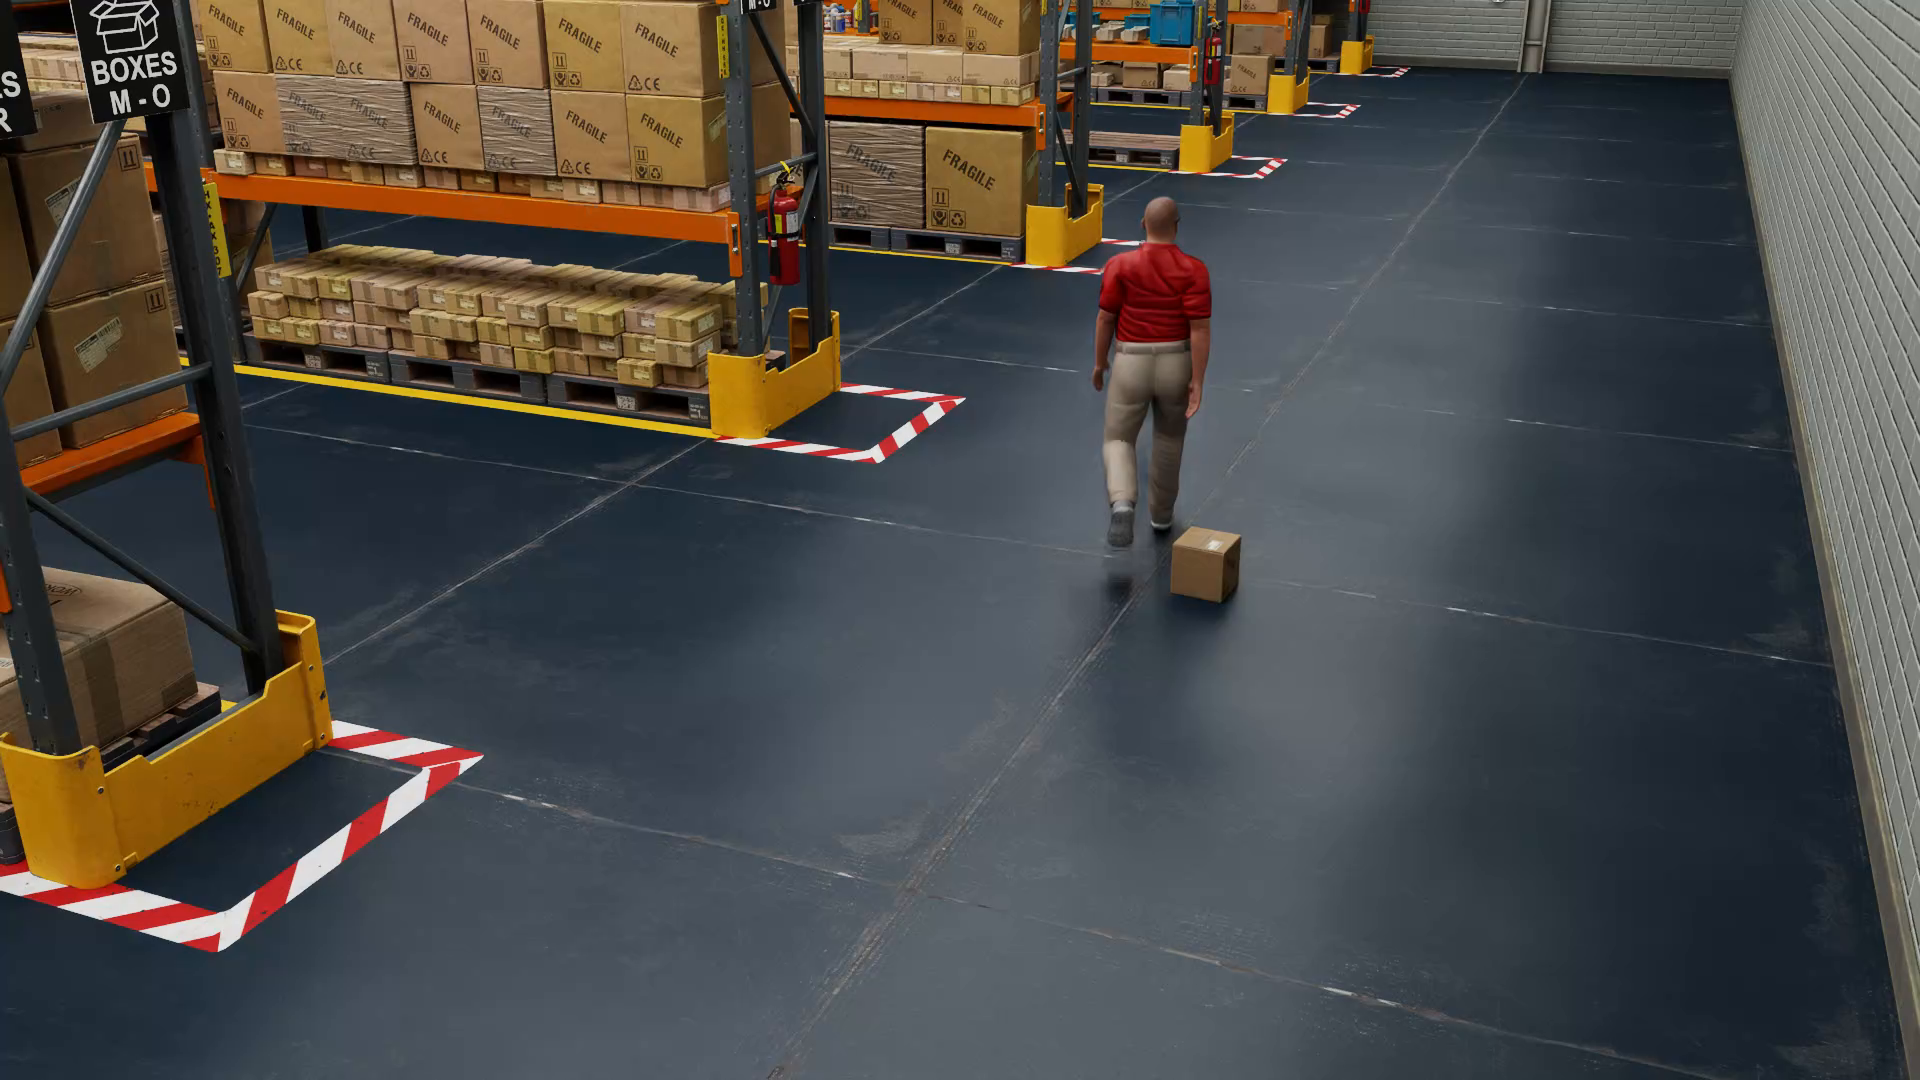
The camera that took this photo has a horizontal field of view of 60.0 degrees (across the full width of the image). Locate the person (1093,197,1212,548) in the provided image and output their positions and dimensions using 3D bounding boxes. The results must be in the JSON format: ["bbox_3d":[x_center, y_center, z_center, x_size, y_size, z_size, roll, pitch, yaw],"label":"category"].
[{"bbox_3d":[0.918,-0.804,8.039,0.551,1.696,0.809,2,22,5],"label":"person"}]
